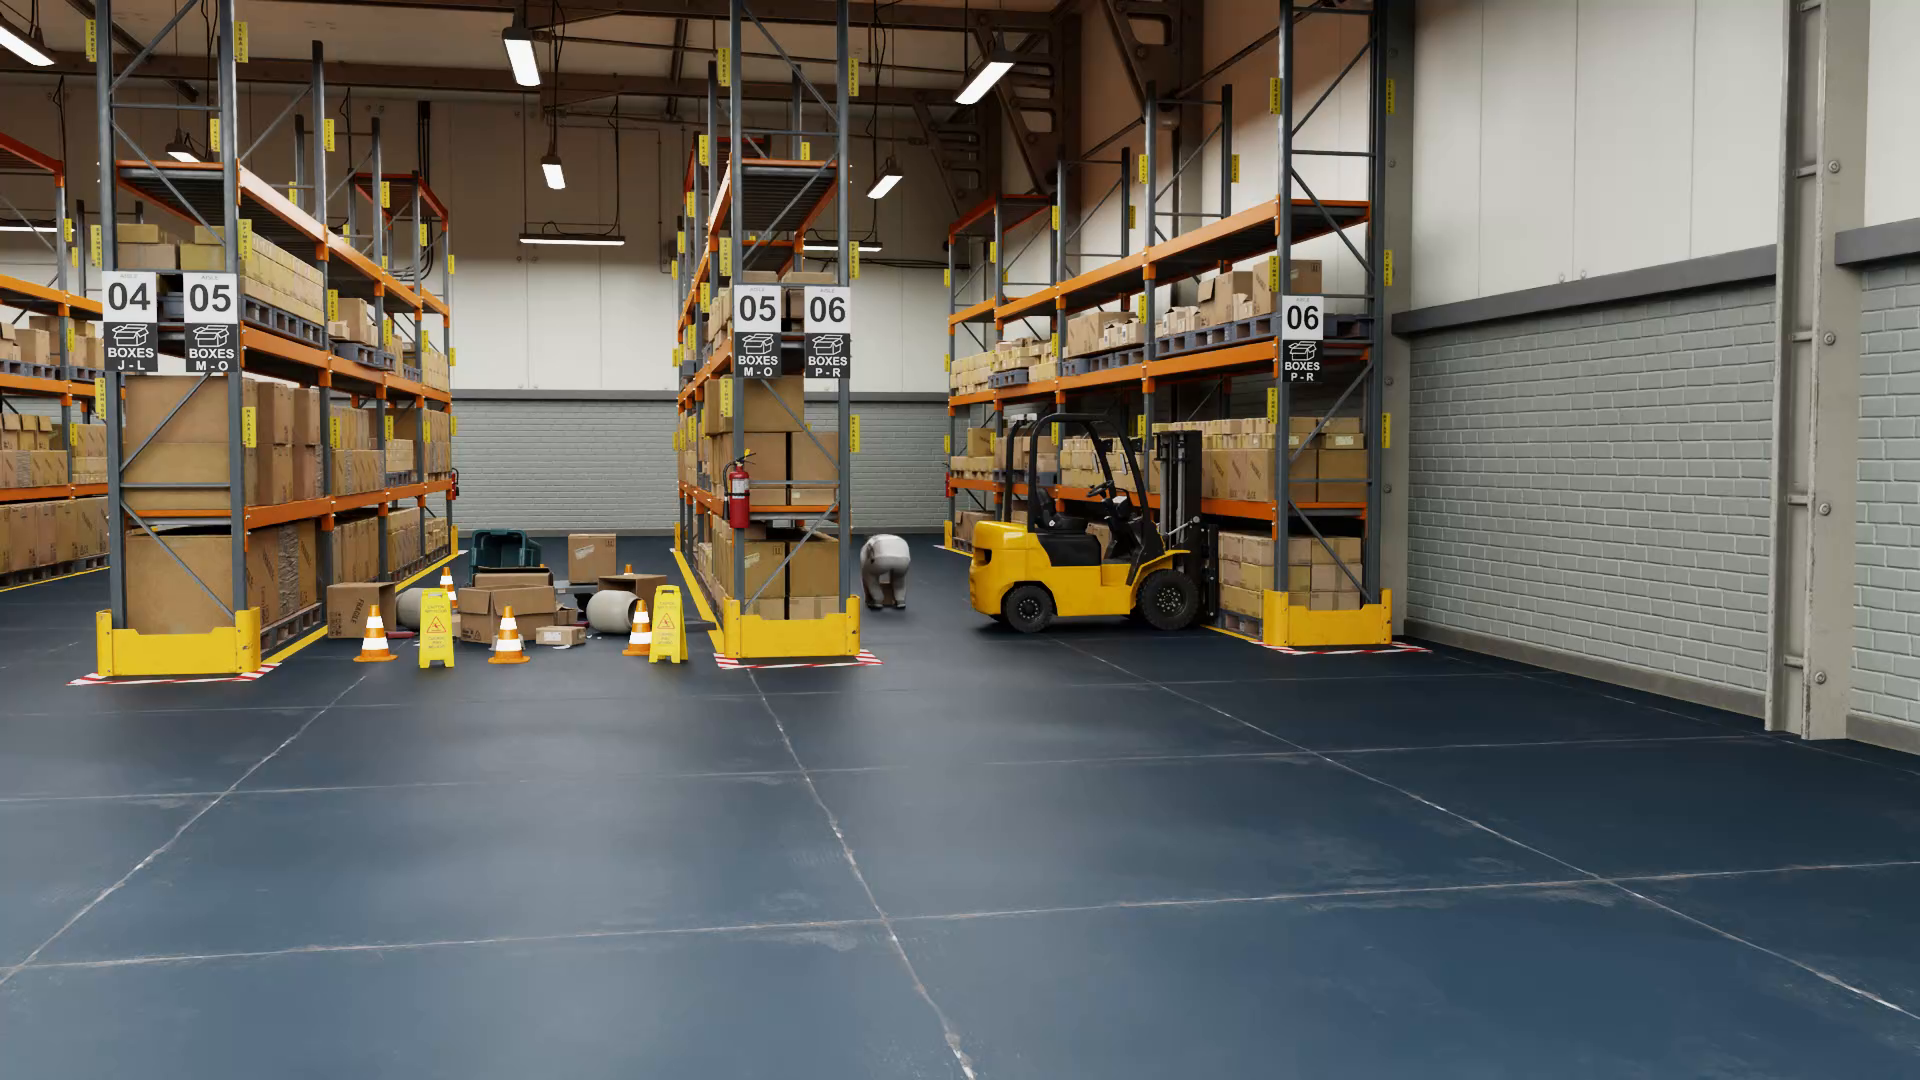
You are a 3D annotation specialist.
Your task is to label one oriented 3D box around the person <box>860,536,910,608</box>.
[{"bbox_3d":[-0.874,0.374,19.162,0.525,0.824,1.026,-1,3,-14],"label":"person"}]
